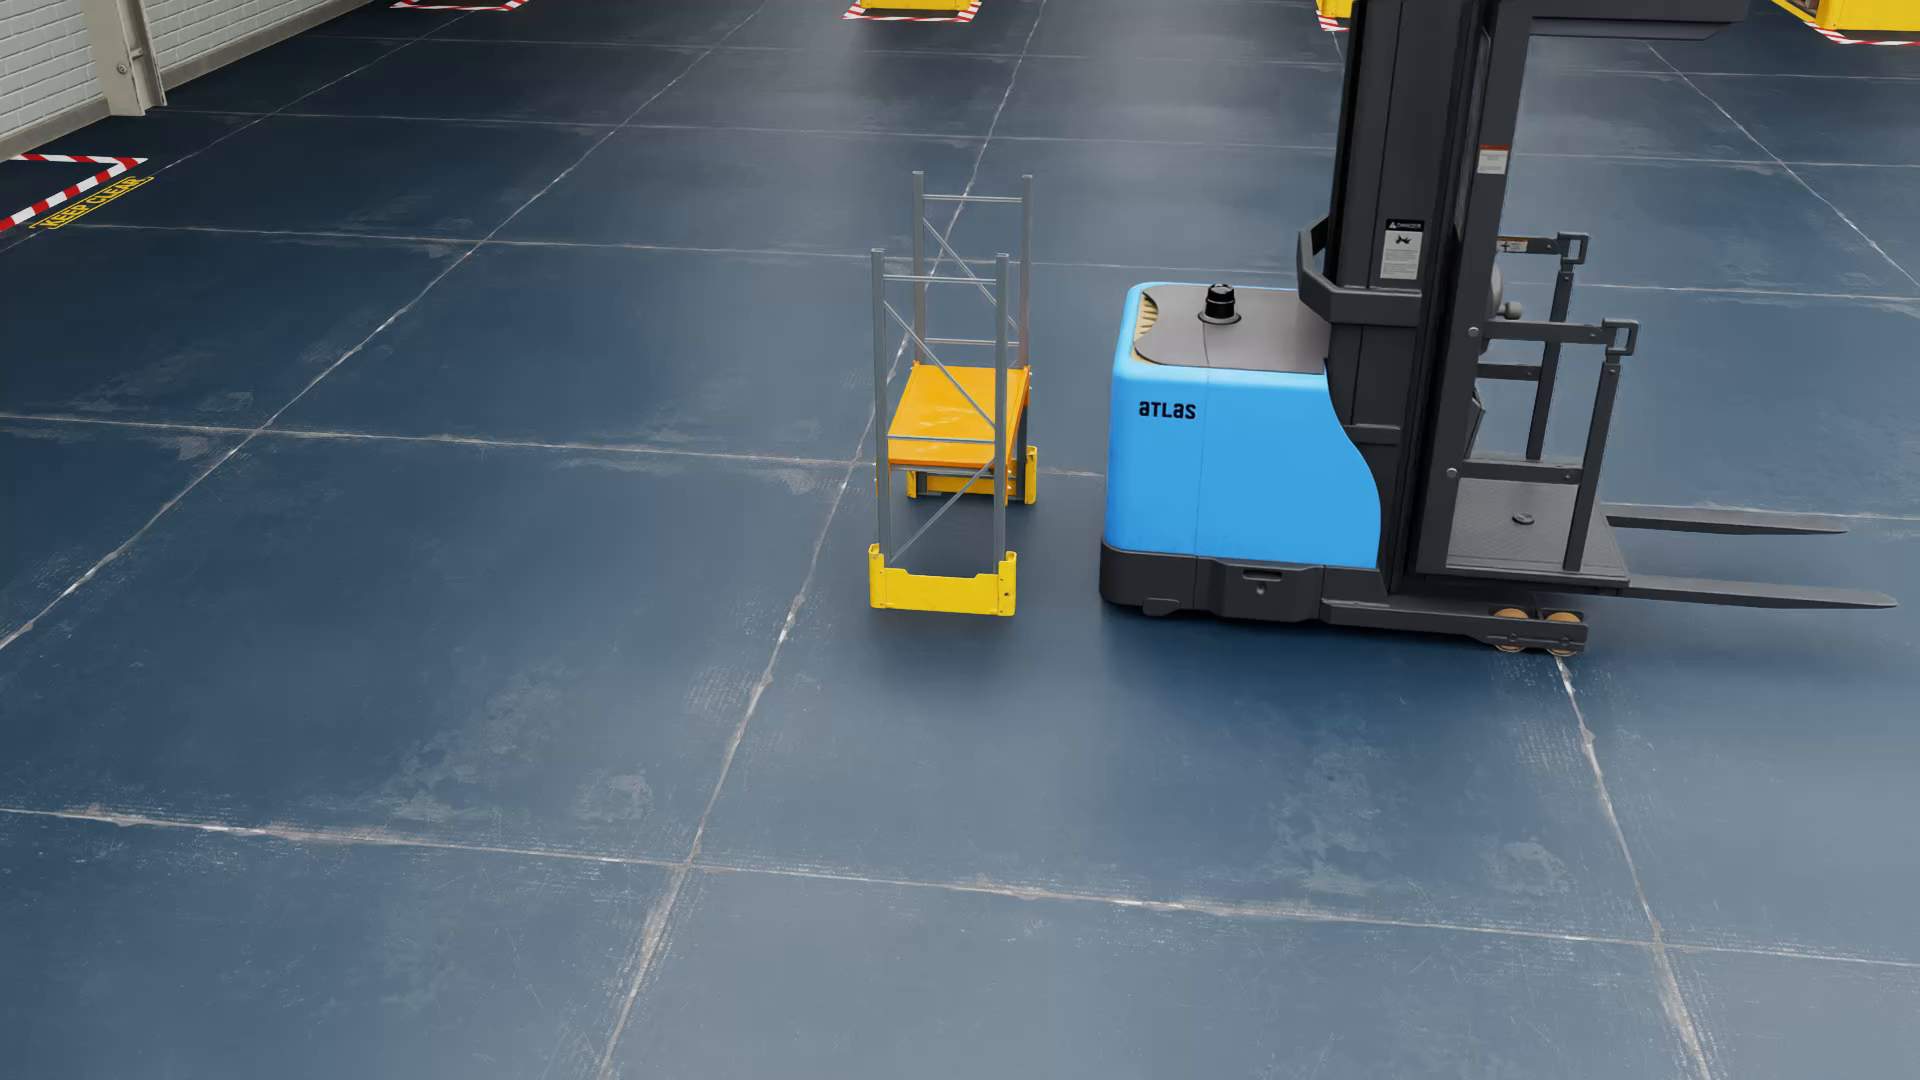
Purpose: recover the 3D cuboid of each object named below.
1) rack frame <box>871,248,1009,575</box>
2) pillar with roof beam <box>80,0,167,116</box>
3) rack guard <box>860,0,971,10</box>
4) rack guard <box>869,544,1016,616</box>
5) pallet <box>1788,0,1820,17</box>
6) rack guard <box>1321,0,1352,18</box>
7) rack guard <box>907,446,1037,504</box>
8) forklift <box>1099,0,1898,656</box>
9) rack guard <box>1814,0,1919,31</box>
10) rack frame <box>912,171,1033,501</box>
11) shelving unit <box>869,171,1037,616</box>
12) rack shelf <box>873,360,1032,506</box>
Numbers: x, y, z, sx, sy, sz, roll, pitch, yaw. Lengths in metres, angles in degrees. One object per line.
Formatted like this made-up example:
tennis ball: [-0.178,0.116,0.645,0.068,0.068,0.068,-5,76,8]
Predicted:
rack frame: [-0.073,-0.381,6.376,0.500,1.500,0.032,3,28,6]
pillar with roof beam: [-2.630,-7.324,11.358,9.100,9.000,0.400,3,28,6]
rack guard: [-0.480,-5.980,17.823,1.175,0.500,0.348,3,28,6]
rack guard: [-0.070,0.160,6.689,0.587,0.250,0.087,3,28,6]
pallet: [9.498,-5.703,17.613,1.003,0.211,1.213,3,28,6]
rack guard: [4.401,-5.740,17.378,1.175,0.500,0.348,3,28,6]
rack guard: [0.052,-0.309,7.559,0.587,0.250,0.087,3,28,6]
forklift: [2.123,-1.113,6.225,3.031,2.935,1.130,4,29,8]
rack guard: [9.363,-5.450,16.839,1.175,0.500,0.348,3,28,6]
rack frame: [0.052,-0.859,7.264,0.500,1.500,0.032,3,28,6]
shelving unit: [-0.009,-0.624,6.828,0.587,1.500,1.083,3,28,6]
rack shelf: [-0.010,-0.462,6.905,0.538,0.185,1.000,3,28,6]
